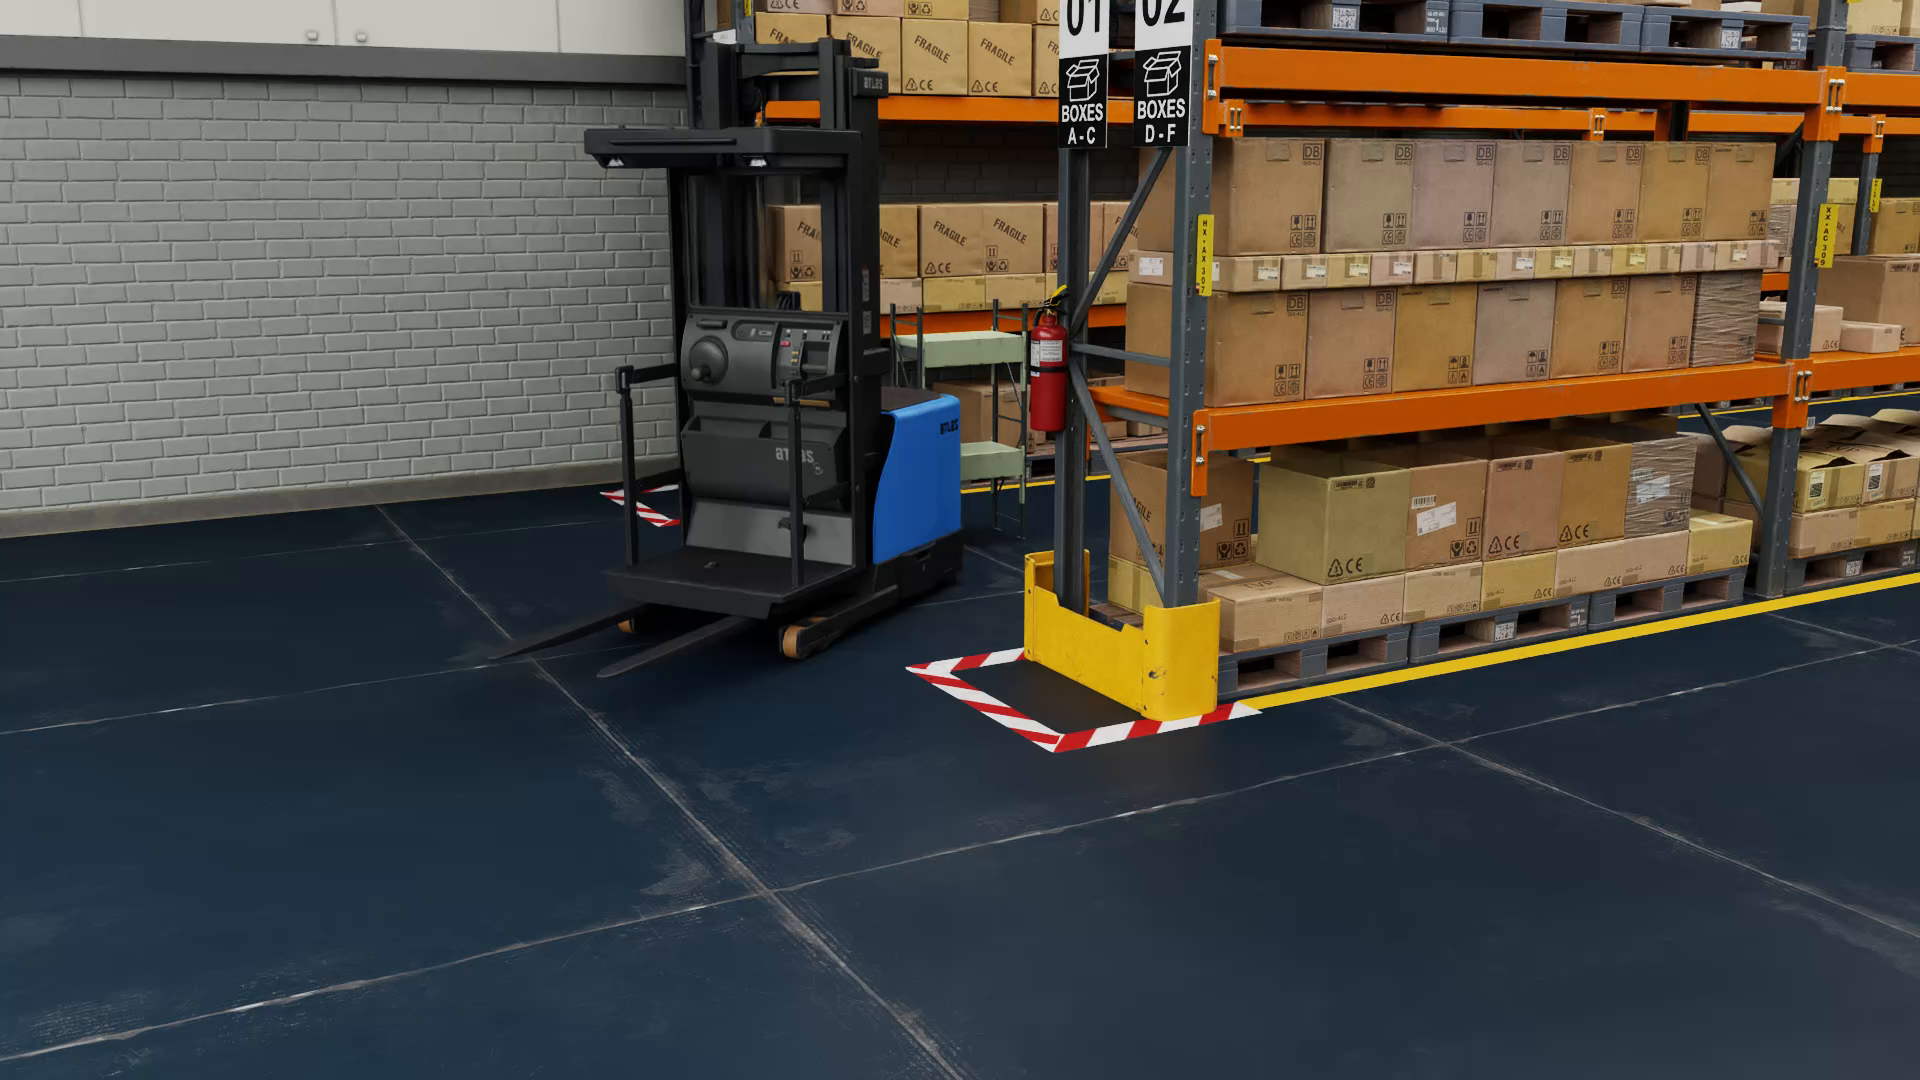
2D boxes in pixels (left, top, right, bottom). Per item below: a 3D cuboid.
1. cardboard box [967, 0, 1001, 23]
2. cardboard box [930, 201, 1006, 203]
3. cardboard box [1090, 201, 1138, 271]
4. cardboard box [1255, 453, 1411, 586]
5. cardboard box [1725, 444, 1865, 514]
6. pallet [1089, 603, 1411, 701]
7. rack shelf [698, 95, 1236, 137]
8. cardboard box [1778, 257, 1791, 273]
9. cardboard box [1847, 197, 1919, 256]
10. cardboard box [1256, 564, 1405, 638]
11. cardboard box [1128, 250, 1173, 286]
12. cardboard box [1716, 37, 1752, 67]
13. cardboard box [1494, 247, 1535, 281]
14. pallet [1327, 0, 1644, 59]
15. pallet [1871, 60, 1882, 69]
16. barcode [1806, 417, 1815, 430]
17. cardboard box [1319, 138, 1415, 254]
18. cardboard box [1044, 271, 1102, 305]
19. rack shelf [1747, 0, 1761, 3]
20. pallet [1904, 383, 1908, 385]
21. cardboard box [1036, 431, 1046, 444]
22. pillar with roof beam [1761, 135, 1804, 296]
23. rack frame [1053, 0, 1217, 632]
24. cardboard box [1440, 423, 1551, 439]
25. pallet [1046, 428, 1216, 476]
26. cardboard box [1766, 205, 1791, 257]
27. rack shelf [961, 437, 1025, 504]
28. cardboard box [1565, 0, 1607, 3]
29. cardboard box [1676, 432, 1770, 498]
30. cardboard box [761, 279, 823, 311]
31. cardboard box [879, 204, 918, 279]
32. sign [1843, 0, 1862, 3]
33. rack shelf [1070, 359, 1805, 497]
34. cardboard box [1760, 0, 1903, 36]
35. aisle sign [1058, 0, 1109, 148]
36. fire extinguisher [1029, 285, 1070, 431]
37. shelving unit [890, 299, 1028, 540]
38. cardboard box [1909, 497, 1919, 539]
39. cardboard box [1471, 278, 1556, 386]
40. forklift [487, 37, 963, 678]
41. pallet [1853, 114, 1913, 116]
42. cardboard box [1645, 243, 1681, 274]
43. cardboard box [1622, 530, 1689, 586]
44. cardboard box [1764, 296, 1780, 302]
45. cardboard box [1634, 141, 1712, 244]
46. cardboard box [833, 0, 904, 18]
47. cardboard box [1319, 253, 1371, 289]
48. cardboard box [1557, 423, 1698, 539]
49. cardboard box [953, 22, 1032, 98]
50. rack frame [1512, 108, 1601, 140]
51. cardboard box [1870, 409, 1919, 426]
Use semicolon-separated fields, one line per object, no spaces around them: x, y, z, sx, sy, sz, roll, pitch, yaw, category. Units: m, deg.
-0.021;-4.030;12.301;0.500;0.500;0.500;-7;14;-28;cardboard box
0.016;-2.318;12.665;0.500;0.500;0.500;-7;14;-27;cardboard box
1.172;-2.326;12.701;0.500;0.500;0.500;-7;14;-28;cardboard box
1.756;-0.107;7.852;0.500;0.500;0.500;-7;14;-28;cardboard box
4.734;-0.365;9.427;0.500;0.311;0.500;-7;14;-28;cardboard box
1.392;0.460;8.083;1.213;0.211;1.003;-7;14;-28;pallet
0.119;-3.089;12.308;4.000;0.370;1.077;-7;14;-28;rack shelf
8.072;-2.736;16.463;0.250;0.149;0.380;-7;14;-28;cardboard box
9.380;-3.228;17.440;0.700;0.700;0.980;-7;14;-27;cardboard box
1.755;0.258;7.936;0.500;0.250;0.500;-7;14;-28;cardboard box
0.985;-1.254;7.643;0.250;0.149;0.380;-7;15;-29;cardboard box
7.143;-4.572;16.032;0.500;0.500;0.700;-7;14;-28;cardboard box
2.538;-1.338;8.018;0.250;0.149;0.380;-7;14;-27;cardboard box
2.446;-2.430;7.946;1.213;0.211;1.003;-7;14;-28;pallet
6.229;-2.818;9.895;1.213;0.211;1.003;-6;14;-25;pallet
4.675;-0.642;9.137;0.075;0.075;0.001;-7;14;-28;barcode
1.662;-1.602;7.712;0.500;0.500;0.700;-7;15;-29;cardboard box
0.729;-1.908;12.552;0.500;0.250;0.500;-7;14;-28;cardboard box
7.141;-5.199;15.762;4.000;0.370;1.077;-7;14;-28;rack shelf
10.674;-1.862;18.402;1.213;0.211;1.003;-7;14;-28;pallet
0.461;-0.846;13.027;0.250;0.149;0.380;-8;15;-32;cardboard box
11.159;-5.366;13.956;0.400;9.000;9.100;-7;14;-28;pillar with roof beam
0.740;-0.812;7.383;0.127;3.000;1.000;-7;14;-28;rack frame
2.817;-0.368;9.010;0.500;0.500;0.500;-7;14;-28;cardboard box
1.302;-0.749;13.455;1.213;0.211;1.003;-7;14;-28;pallet
7.724;-3.028;16.281;0.500;0.500;0.500;-7;14;-28;cardboard box
-0.006;-0.413;10.513;0.720;0.370;0.431;-7;14;-28;rack shelf
2.745;-2.870;8.189;0.637;0.503;0.797;-5;14;-22;cardboard box
4.470;-0.467;9.882;0.500;0.311;0.500;-7;14;-28;cardboard box
-1.056;-1.693;11.594;0.500;0.250;0.500;-7;15;-29;cardboard box
-0.635;-2.111;11.744;0.500;0.500;0.500;-7;14;-28;cardboard box
4.519;-2.880;8.384;0.005;0.325;0.100;-7;14;-28;sign
2.496;-0.671;8.397;4.000;0.370;1.077;-7;14;-28;rack shelf
4.797;-2.890;9.174;0.500;0.250;0.500;-5;14;-22;cardboard box
0.542;-2.129;7.319;0.004;0.787;0.394;-7;14;-28;aisle sign
0.414;-0.851;7.734;0.183;0.674;0.296;-7;14;-28;fire extinguisher
-0.006;-0.731;10.441;0.755;1.500;0.431;-7;14;-28;shelving unit
5.627;-0.199;9.968;0.500;0.250;0.500;-7;15;-30;cardboard box
2.514;-1.070;8.306;0.500;0.500;0.700;-6;14;-26;cardboard box
-1.100;-0.962;8.209;1.130;2.935;3.031;6;14;26;forklift
9.620;-4.532;17.287;1.213;0.211;1.003;-7;14;-28;pallet
3.439;-1.446;8.498;0.250;0.149;0.380;-7;14;-28;cardboard box
3.506;0.046;8.880;0.500;0.250;0.500;-7;14;-28;cardboard box
4.935;-1.295;9.836;0.258;0.266;0.396;-7;15;-29;cardboard box
3.422;-1.813;8.650;0.500;0.500;0.700;-7;14;-28;cardboard box
-0.717;-3.812;11.334;0.500;0.500;0.500;-7;14;-29;cardboard box
1.638;-1.231;7.541;0.250;0.149;0.380;-7;14;-28;cardboard box
3.505;-0.320;8.799;0.500;0.500;0.500;-7;14;-28;cardboard box
0.179;-3.440;11.958;0.500;0.500;0.500;-6;14;-24;cardboard box
5.386;-2.607;15.363;0.127;3.000;1.000;-7;14;-28;rack frame
6.256;-0.682;10.835;0.500;0.311;0.500;-7;15;-29;cardboard box
